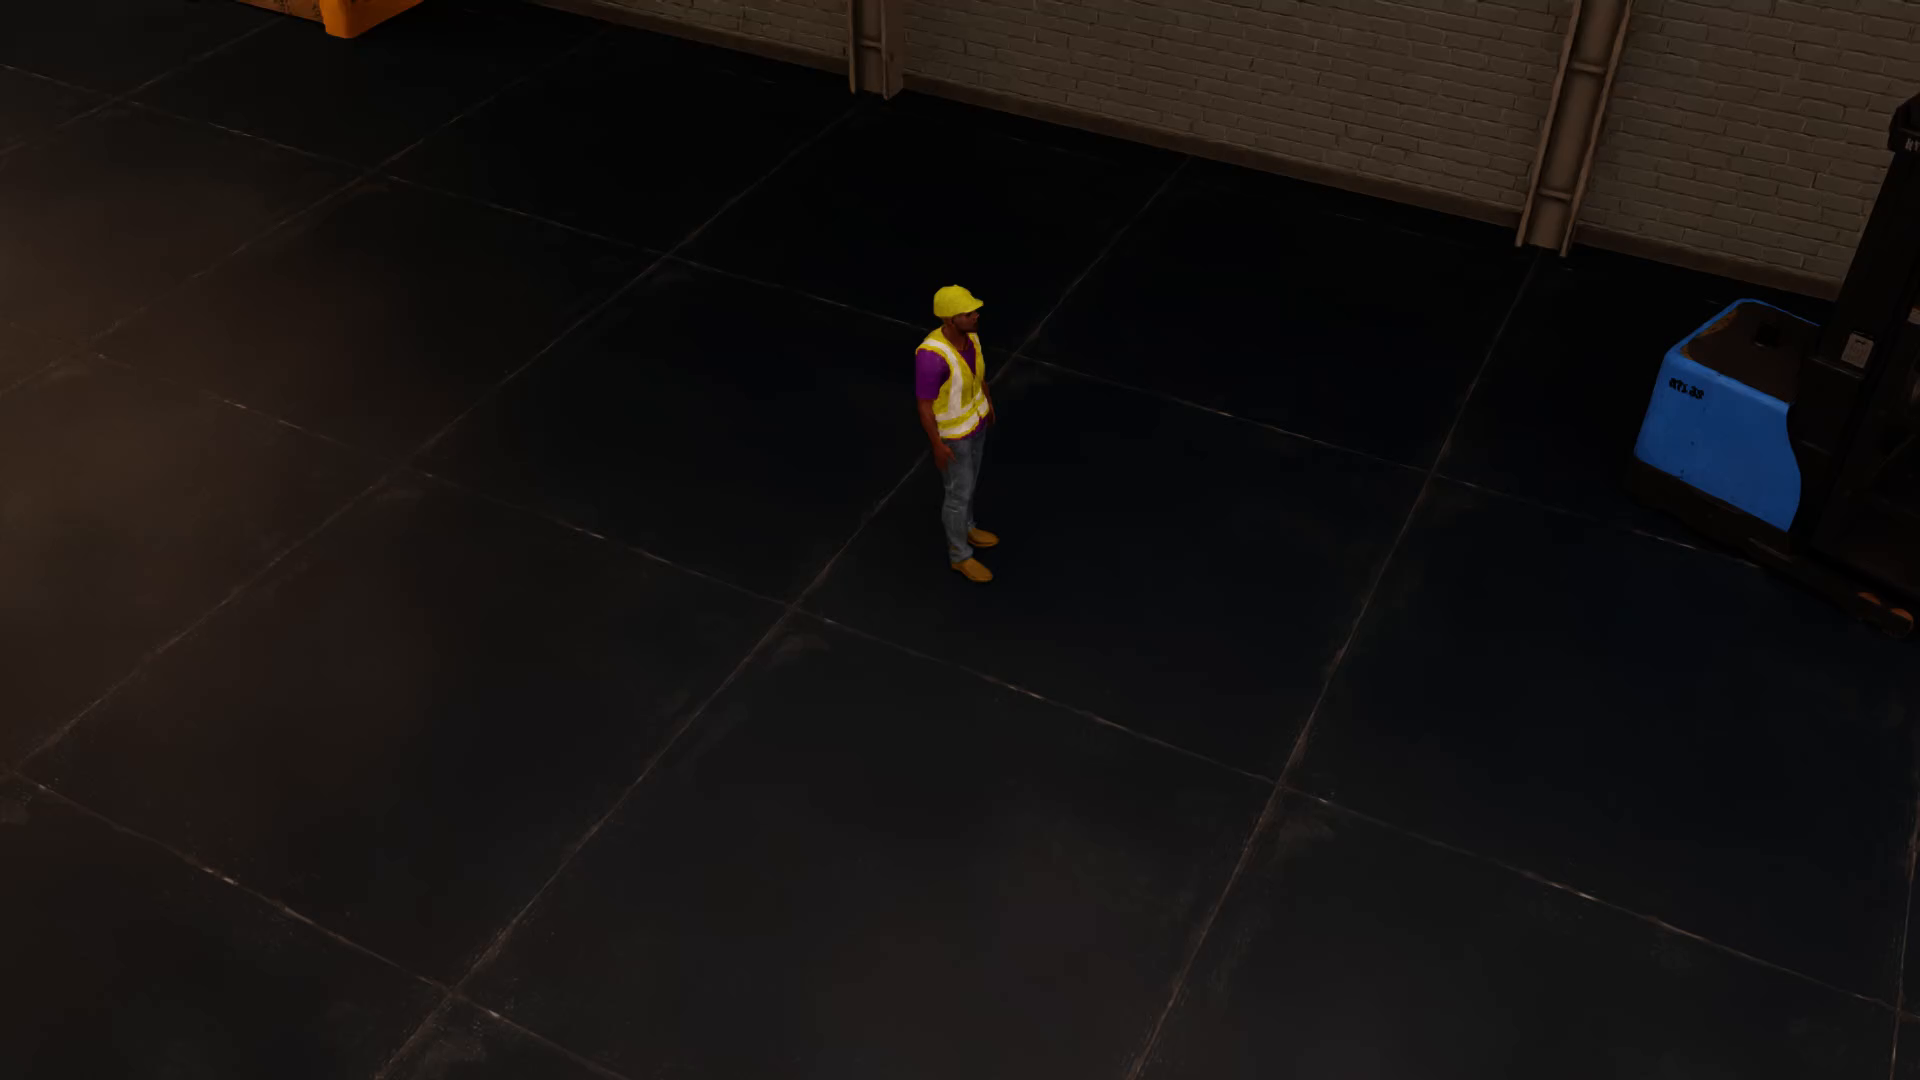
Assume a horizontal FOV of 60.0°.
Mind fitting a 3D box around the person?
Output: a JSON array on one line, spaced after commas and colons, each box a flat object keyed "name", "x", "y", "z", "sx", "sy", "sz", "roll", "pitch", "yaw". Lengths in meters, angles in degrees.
[{"name": "person", "x": 0.059, "y": -0.657, "z": 9.661, "sx": 0.576, "sy": 1.765, "sz": 0.665, "roll": 18, "pitch": 43, "yaw": 21}]

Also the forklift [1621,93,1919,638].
[{"name": "forklift", "x": 5.575, "y": -0.935, "z": 9.097, "sx": 1.130, "sy": 2.935, "sz": 3.031, "roll": -31, "pitch": 49, "yaw": -31}]
